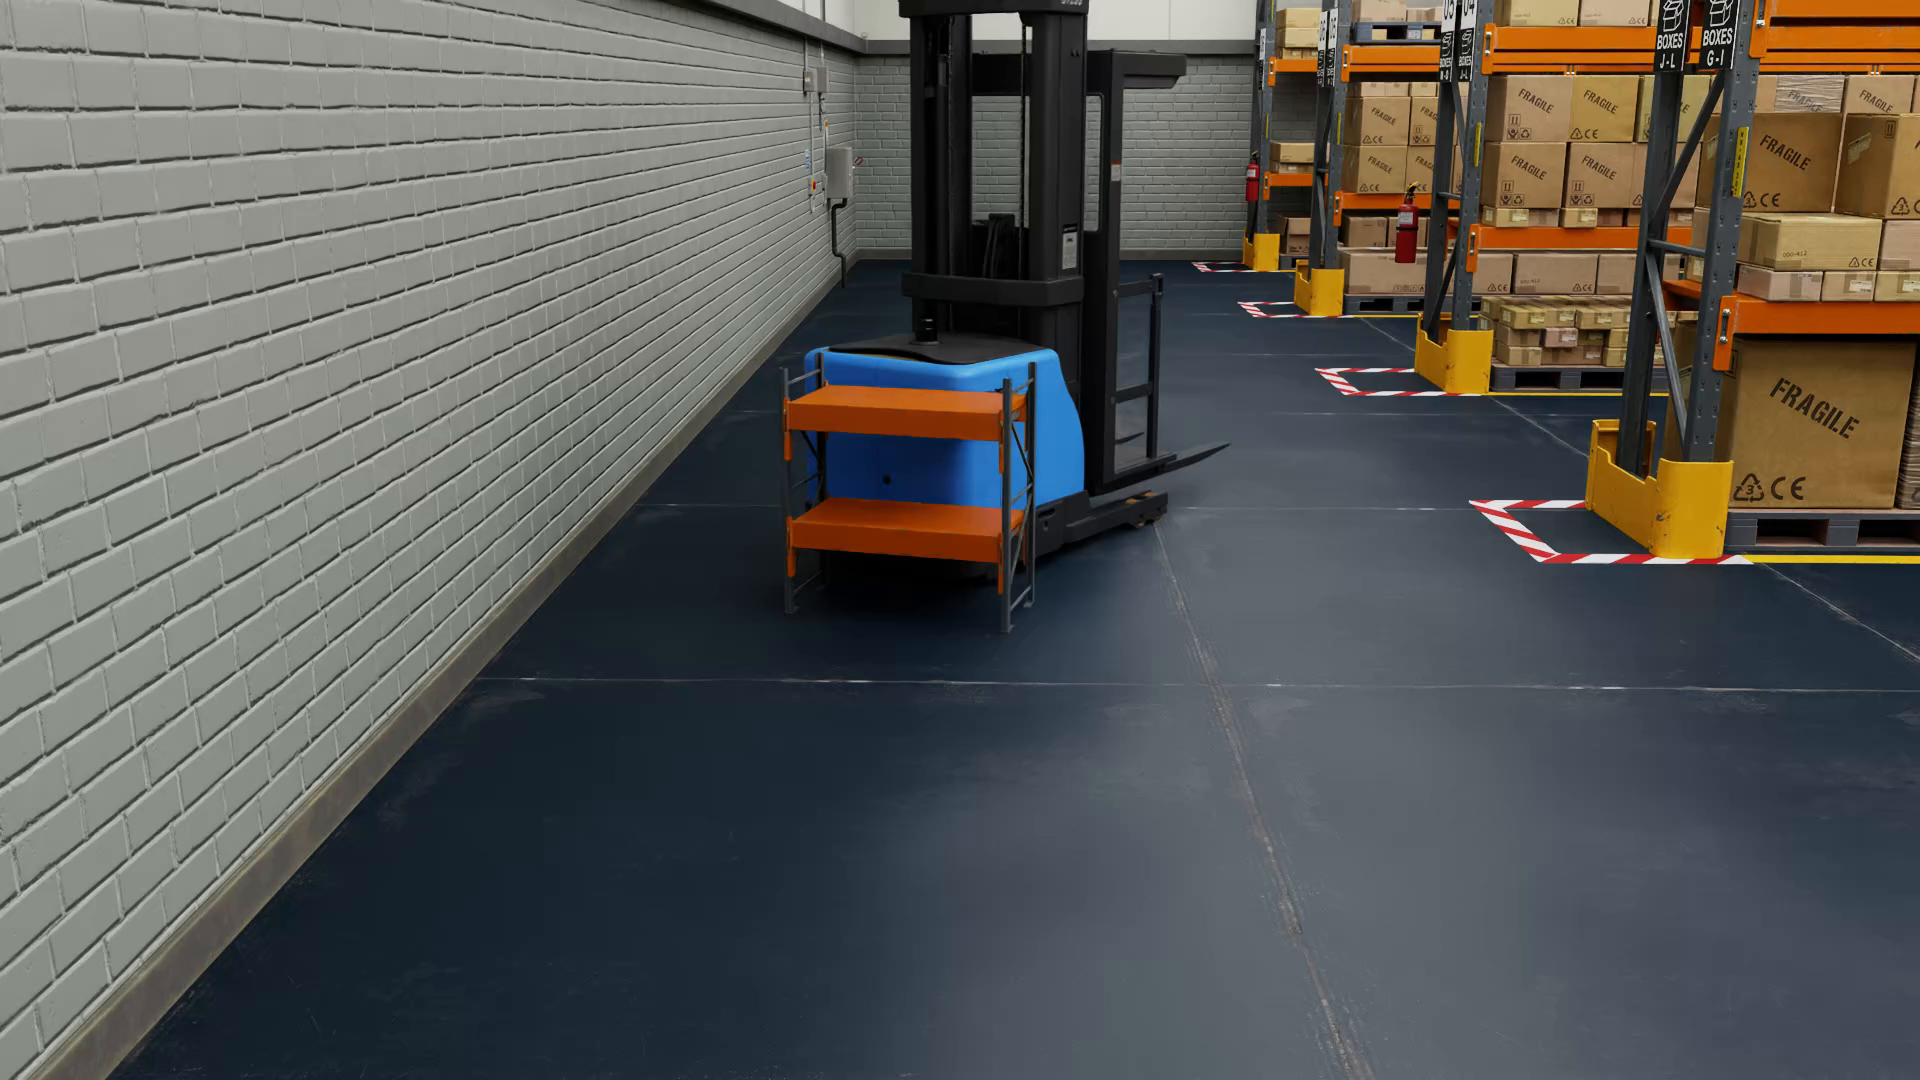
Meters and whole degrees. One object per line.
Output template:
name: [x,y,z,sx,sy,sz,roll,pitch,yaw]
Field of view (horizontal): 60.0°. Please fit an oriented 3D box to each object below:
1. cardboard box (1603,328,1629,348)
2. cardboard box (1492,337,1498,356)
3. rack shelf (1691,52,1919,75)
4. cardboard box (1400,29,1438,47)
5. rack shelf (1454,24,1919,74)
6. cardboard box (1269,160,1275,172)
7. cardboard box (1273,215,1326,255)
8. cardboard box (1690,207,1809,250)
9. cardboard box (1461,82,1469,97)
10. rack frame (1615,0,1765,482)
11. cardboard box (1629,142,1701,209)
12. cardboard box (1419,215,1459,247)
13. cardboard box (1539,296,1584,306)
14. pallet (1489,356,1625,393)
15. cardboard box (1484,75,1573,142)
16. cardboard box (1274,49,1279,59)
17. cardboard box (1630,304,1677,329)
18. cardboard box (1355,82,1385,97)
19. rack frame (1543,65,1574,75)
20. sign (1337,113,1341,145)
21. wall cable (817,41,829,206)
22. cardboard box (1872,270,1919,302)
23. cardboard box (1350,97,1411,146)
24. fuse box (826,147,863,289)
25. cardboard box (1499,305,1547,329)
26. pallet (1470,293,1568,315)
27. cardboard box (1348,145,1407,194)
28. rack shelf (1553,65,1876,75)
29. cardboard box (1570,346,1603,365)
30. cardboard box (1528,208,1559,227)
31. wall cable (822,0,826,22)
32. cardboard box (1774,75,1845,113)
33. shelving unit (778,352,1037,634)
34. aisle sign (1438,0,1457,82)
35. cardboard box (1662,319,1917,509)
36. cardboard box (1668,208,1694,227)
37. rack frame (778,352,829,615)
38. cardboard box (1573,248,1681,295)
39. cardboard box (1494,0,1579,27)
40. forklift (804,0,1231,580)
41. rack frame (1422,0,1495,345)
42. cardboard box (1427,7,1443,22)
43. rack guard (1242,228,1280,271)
cardboard box: [5.288,-1.641,13.363,0.250,0.149,0.380,1,15,3]
cardboard box: [4.529,-1.641,13.944,0.250,0.149,0.380,1,15,2]
rack shelf: [10.021,-5.093,17.793,4.000,0.370,1.077,0,15,1]
cardboard box: [6.120,-6.742,22.346,0.500,0.250,0.500,0,15,1]
rack shelf: [5.997,-3.856,13.105,4.000,0.370,1.077,0,15,1]
cardboard box: [4.484,-5.240,23.313,0.250,0.149,0.380,0,15,1]
cardboard box: [4.755,-4.263,23.188,0.637,0.503,0.797,0,15,-1]
cardboard box: [4.261,-1.638,8.879,0.500,0.250,0.500,0,15,1]
cardboard box: [5.419,-4.802,17.733,0.250,0.149,0.380,1,15,2]
rack frame: [3.770,-1.502,8.653,0.127,3.000,1.000,0,15,1]
cardboard box: [5.464,-2.882,13.103,0.500,0.500,0.500,1,15,2]
cardboard box: [6.646,-4.239,23.104,0.500,0.500,0.700,0,15,-1]
cardboard box: [5.045,-1.954,13.966,0.250,0.149,0.380,0,15,0]
pallet: [4.885,-1.403,13.745,1.213,0.211,1.003,0,15,1]
cardboard box: [4.439,-3.371,12.999,0.500,0.500,0.500,0,15,1]
cardboard box: [4.472,-6.681,22.895,0.250,0.149,0.380,1,15,3]
cardboard box: [5.567,-1.798,13.375,0.250,0.149,0.380,1,15,4]
cardboard box: [4.371,-4.802,17.733,0.250,0.149,0.380,1,15,3]
rack frame: [8.144,-5.269,22.931,0.127,3.000,1.000,0,15,1]
sign: [4.003,-4.345,17.575,0.005,0.325,0.100,0,15,1]
wall cable: [-1.590,-4.913,19.590,0.122,1.984,0.588,0,15,1]
cardboard box: [4.629,-1.291,8.347,0.250,0.149,0.380,0,15,0]
cardboard box: [4.495,-4.485,17.805,0.500,0.500,0.500,0,15,0]
fuse box: [-1.415,-3.972,20.540,0.414,1.711,0.539,0,15,1]
cardboard box: [4.512,-1.788,13.338,0.250,0.149,0.380,0,15,-1]
pallet: [6.041,-2.687,18.611,1.213,0.211,1.003,0,15,1]
cardboard box: [4.495,-4.001,17.930,0.500,0.500,0.500,0,15,1]
rack shelf: [10.144,-6.359,22.591,4.000,0.370,1.077,0,15,1]
cardboard box: [5.025,-1.525,13.506,0.250,0.149,0.380,1,15,2]
cardboard box: [4.568,-2.568,13.186,0.250,0.149,0.380,1,15,3]
wall cable: [-1.540,-7.815,20.749,0.133,3.039,2.988,0,15,1]
cardboard box: [6.491,-3.359,12.952,0.500,0.500,0.500,1,15,3]
shelving unit: [-0.226,-0.231,7.511,1.048,1.125,0.538,4,15,15]
aisle sign: [3.932,-4.100,13.405,0.004,0.787,0.394,0,15,1]
cardboard box: [4.411,-0.694,8.932,0.875,0.875,0.875,0,15,1]
cardboard box: [5.615,-2.569,13.190,0.250,0.149,0.380,0,15,0]
rack frame: [-0.715,-0.267,7.646,0.032,1.125,0.500,4,15,15]
cardboard box: [7.397,-2.999,18.526,0.875,0.438,0.875,0,15,1]
cardboard box: [4.440,-4.076,12.823,0.500,0.250,0.500,1,15,3]
forklift: [0.499,-1.543,8.942,1.130,2.935,3.031,11,18,35]
rack frame: [3.997,-2.766,13.445,0.127,3.000,1.000,0,15,1]
cardboard box: [5.105,-5.544,17.566,0.250,0.149,0.380,1,15,3]
rack guard: [4.222,-4.086,23.347,0.348,0.500,1.175,0,15,1]
